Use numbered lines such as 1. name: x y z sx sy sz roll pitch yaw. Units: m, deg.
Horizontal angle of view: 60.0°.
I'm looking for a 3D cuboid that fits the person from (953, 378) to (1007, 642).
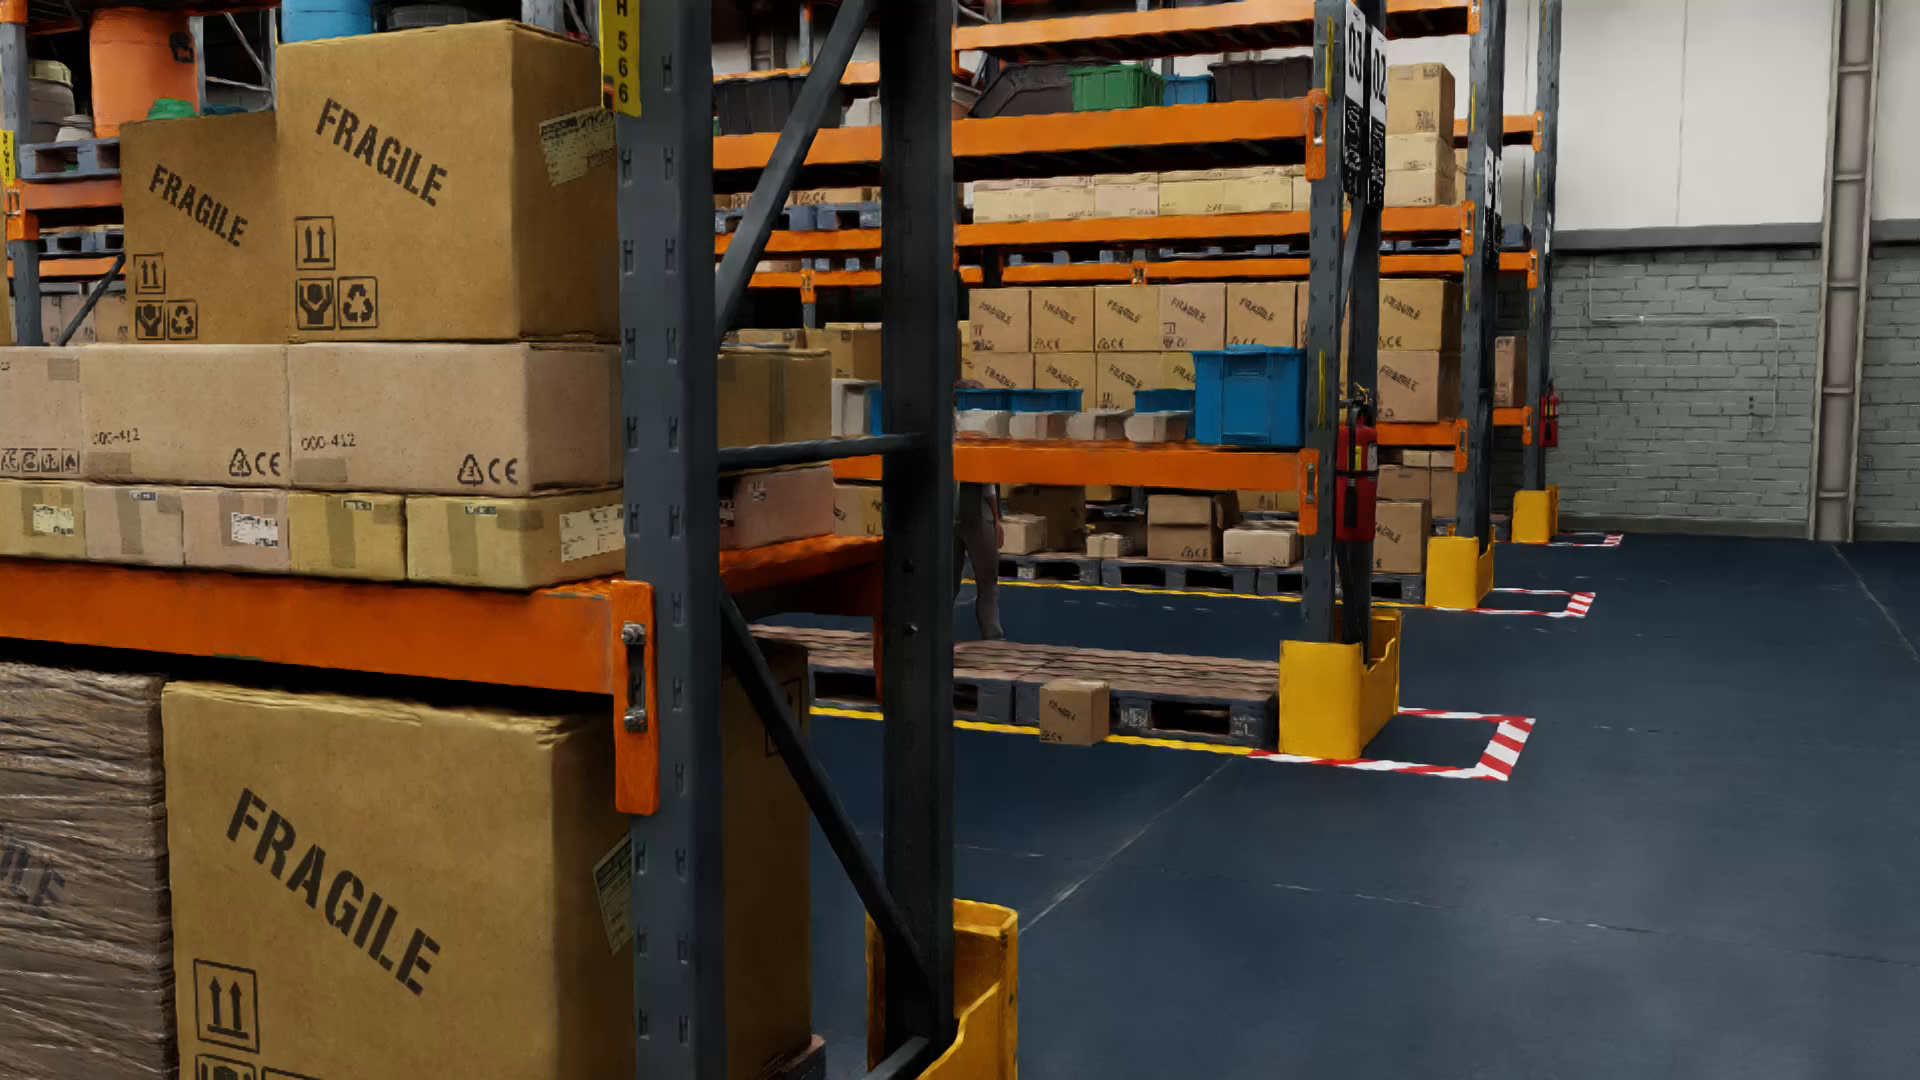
1. person: 0.053 -0.083 9.086 0.455 1.600 0.450 -5 7 -38
